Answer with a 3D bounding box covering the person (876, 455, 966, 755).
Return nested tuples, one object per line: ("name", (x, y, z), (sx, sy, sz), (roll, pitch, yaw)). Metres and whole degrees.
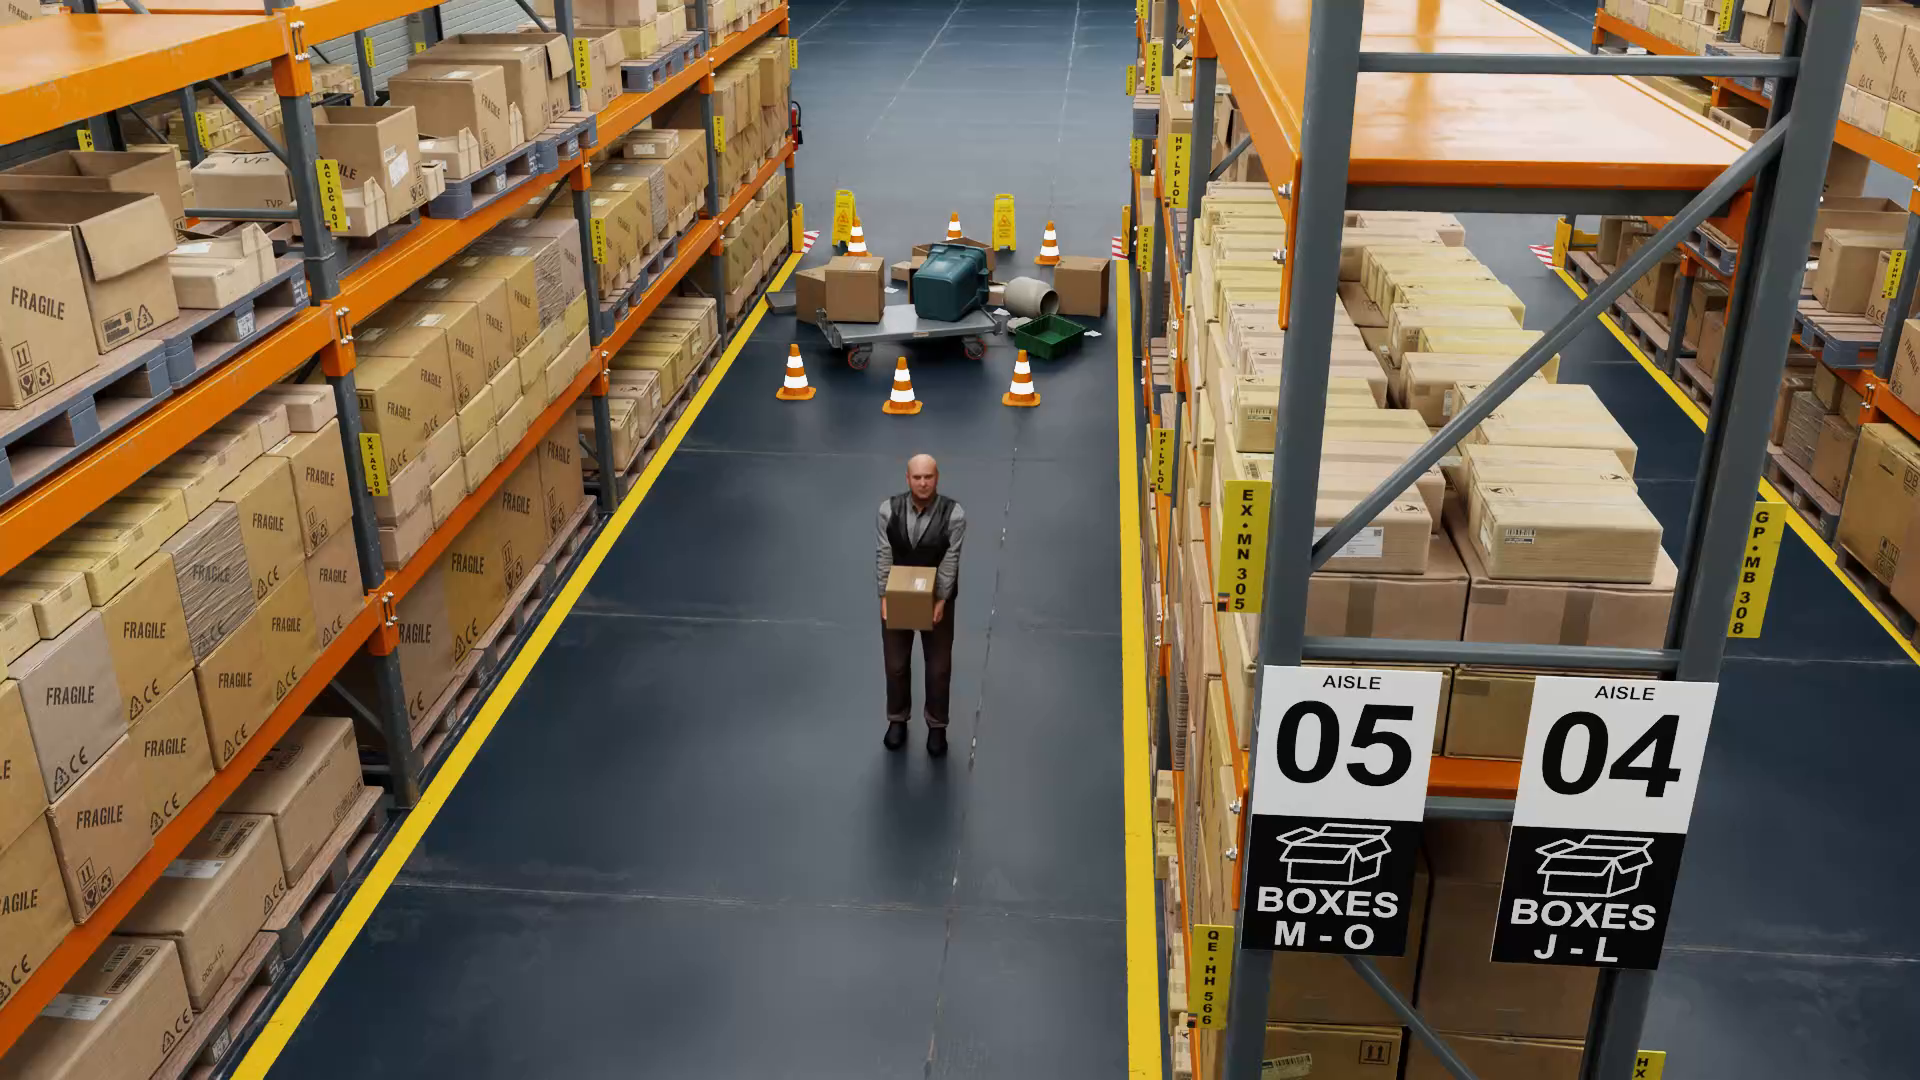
("person", (-0.237, 0.385, 9.198), (0.465, 1.713, 0.556), (2, 24, 5))
